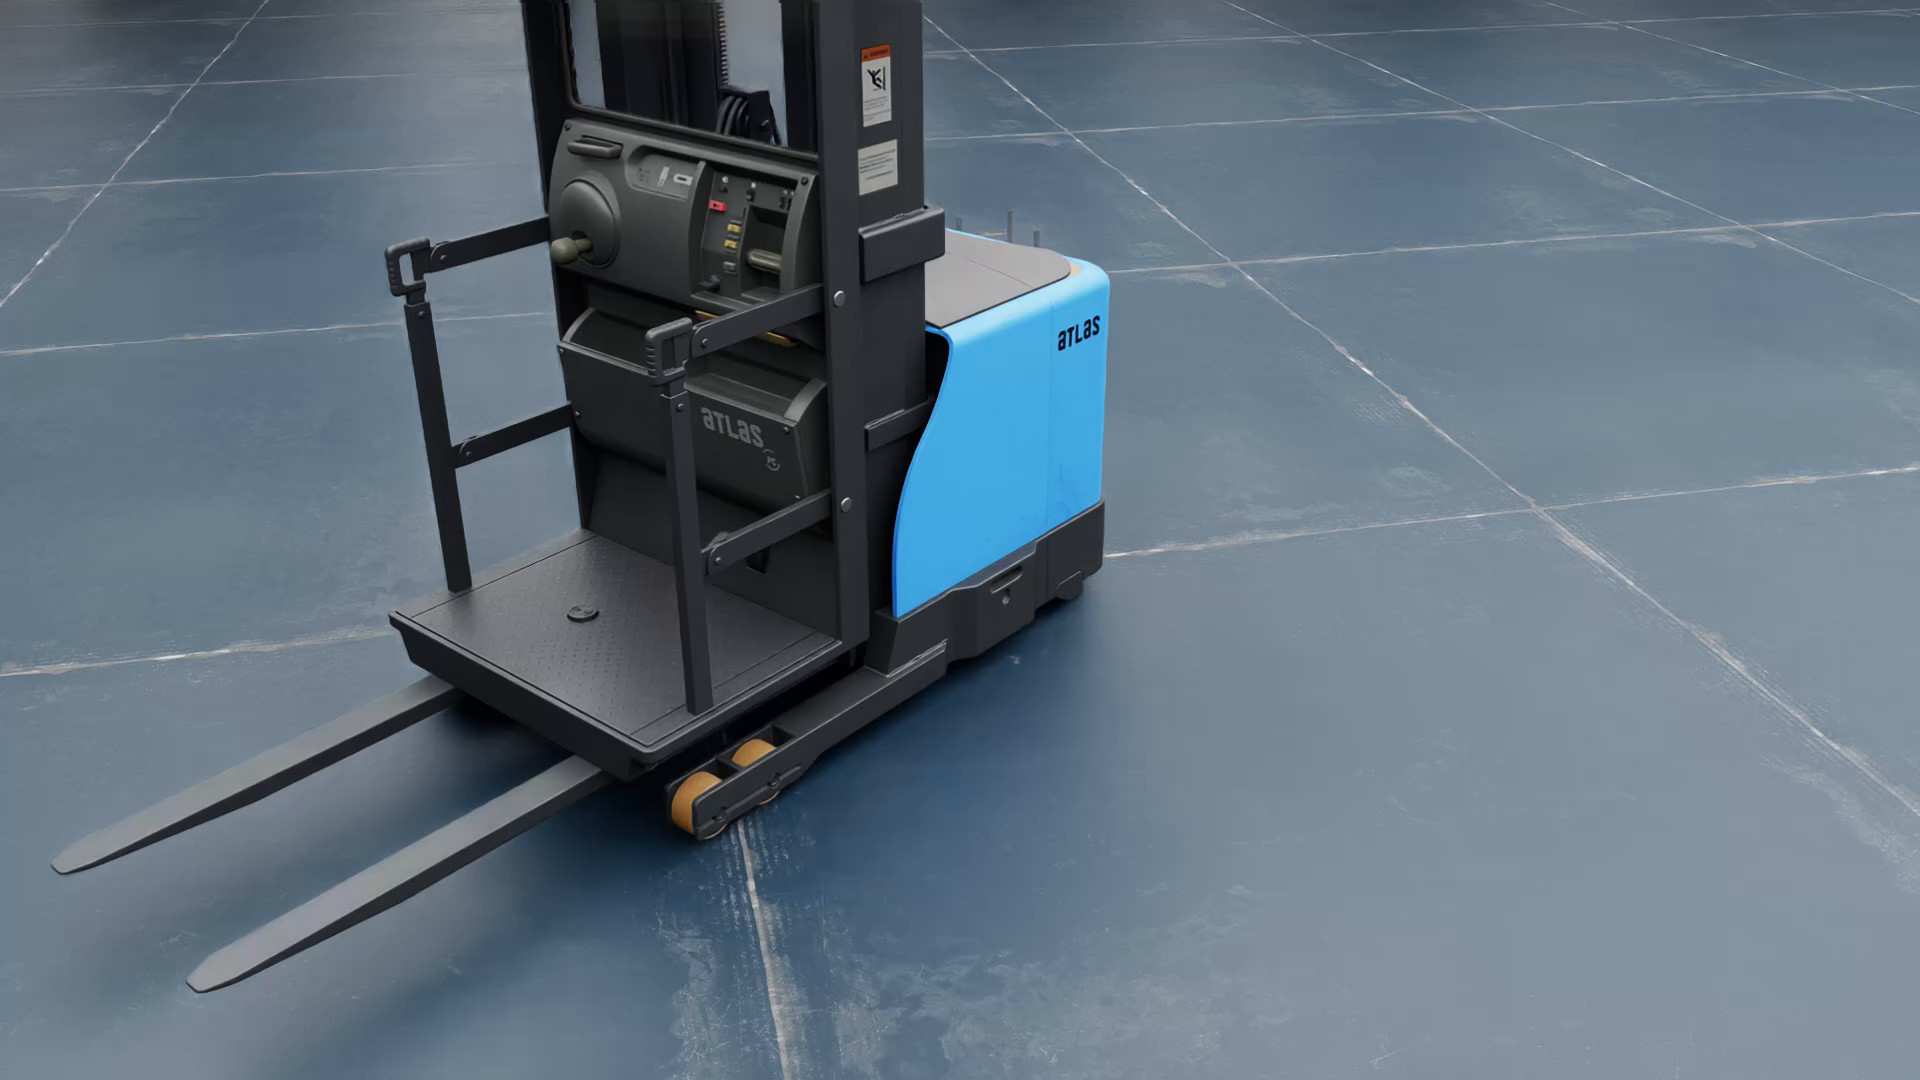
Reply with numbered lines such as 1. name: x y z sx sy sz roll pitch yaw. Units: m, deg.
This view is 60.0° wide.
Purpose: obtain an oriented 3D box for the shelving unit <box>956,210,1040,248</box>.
1. shelving unit: 0.124 -0.581 5.735 0.215 1.050 0.252 -9 28 -17

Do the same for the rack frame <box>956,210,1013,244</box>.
1. rack frame: 0.084 -0.632 5.838 0.200 1.050 0.008 -9 28 -17

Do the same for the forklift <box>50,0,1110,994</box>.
1. forklift: -0.858 -0.802 4.086 1.130 2.935 3.031 20 33 35

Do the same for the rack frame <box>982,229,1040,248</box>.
1. rack frame: 0.165 -0.529 5.632 0.200 1.050 0.008 -9 28 -17
